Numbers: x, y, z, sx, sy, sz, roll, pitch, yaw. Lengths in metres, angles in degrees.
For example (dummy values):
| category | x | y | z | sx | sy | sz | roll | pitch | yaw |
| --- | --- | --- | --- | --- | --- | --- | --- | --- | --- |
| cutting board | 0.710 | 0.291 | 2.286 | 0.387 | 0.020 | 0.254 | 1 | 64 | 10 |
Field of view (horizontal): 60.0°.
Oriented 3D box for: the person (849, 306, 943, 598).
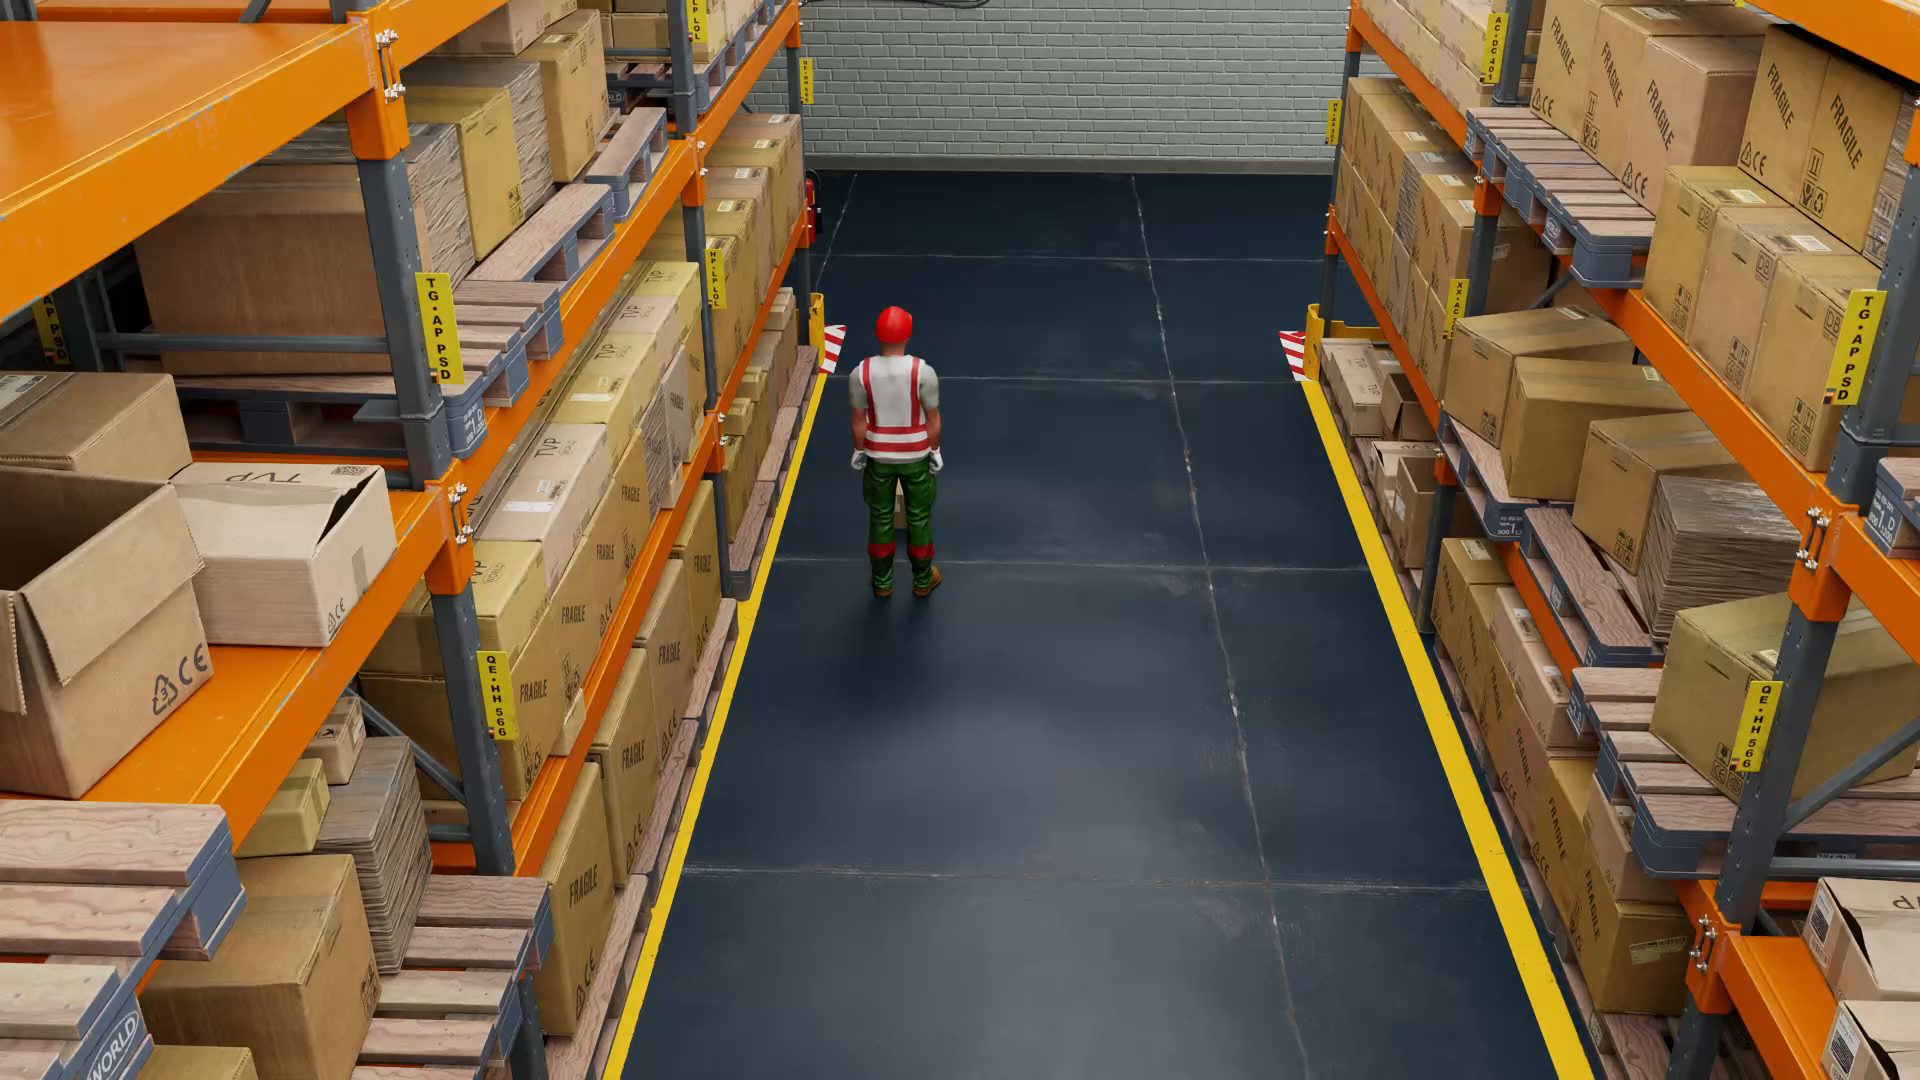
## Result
| category | x | y | z | sx | sy | sz | roll | pitch | yaw |
| --- | --- | --- | --- | --- | --- | --- | --- | --- | --- |
| person | -0.361 | -0.502 | 9.547 | 0.531 | 1.795 | 0.380 | 1 | 28 | 3 |
